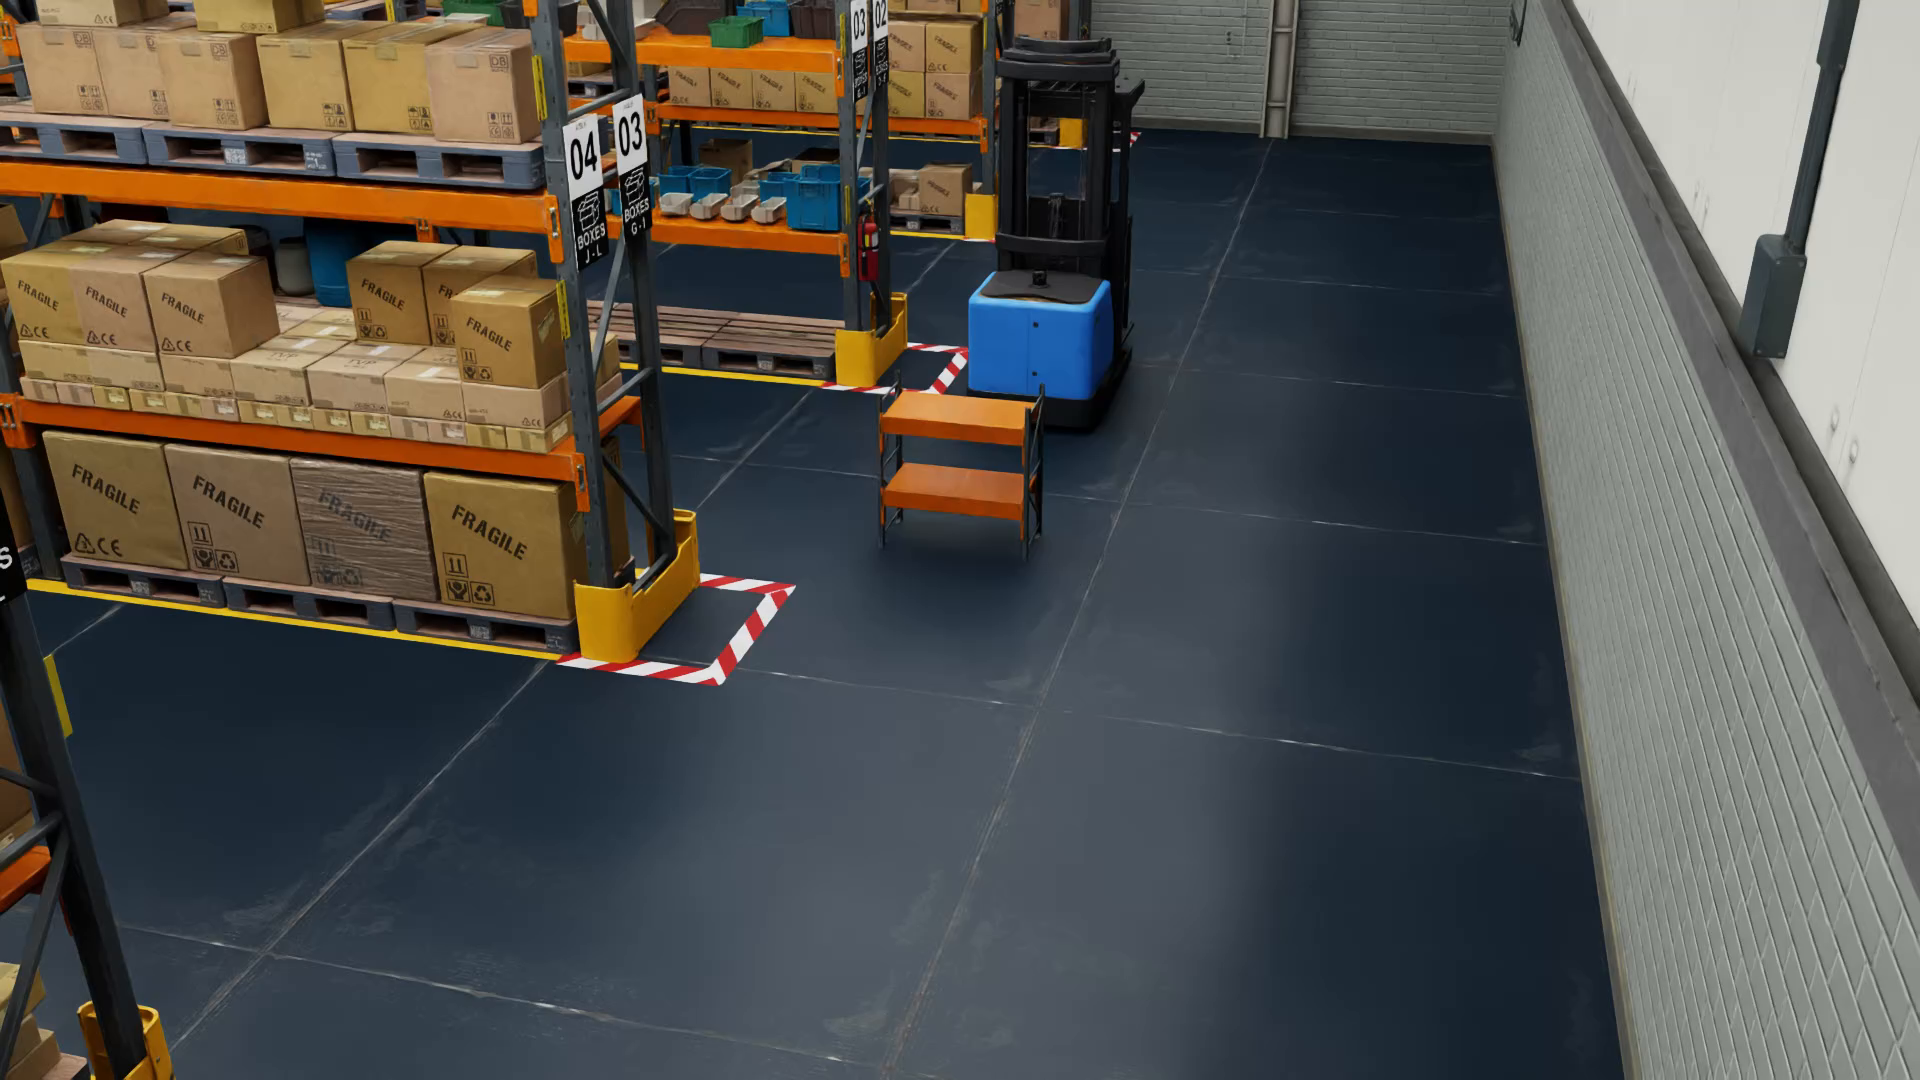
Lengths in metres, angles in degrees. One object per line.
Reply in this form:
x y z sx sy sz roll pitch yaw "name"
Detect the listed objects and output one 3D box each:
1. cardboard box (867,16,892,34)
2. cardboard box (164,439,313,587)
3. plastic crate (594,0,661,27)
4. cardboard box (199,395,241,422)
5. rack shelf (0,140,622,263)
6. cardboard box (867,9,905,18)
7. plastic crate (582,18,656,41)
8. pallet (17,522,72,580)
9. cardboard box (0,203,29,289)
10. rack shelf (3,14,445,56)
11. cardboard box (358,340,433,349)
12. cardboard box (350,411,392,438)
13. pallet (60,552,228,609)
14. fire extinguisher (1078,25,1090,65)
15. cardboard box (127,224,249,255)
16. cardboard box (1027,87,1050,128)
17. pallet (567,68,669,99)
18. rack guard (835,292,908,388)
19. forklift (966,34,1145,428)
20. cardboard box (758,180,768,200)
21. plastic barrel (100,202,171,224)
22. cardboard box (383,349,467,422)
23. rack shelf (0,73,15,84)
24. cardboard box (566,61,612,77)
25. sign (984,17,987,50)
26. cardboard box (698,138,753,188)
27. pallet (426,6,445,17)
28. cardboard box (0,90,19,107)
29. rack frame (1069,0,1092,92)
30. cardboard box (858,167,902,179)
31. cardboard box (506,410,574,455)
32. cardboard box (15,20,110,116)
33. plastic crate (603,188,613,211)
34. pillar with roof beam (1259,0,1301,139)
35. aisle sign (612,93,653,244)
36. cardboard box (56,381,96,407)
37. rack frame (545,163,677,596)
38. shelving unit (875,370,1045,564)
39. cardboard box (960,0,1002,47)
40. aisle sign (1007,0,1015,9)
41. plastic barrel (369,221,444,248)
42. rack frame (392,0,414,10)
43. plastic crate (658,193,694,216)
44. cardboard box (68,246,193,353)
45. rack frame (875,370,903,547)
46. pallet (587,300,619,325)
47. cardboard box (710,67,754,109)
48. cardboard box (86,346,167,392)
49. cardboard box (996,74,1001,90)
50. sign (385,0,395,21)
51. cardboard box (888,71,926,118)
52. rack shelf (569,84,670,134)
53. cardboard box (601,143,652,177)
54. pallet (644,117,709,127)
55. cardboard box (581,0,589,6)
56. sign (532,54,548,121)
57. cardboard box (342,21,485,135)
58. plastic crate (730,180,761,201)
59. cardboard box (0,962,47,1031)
-1.062 -5.525 18.469 0.500 0.500 0.500 7 26 14 "cardboard box"
-4.424 -0.323 10.804 0.875 0.875 0.875 6 26 13 "cardboard box"
-2.877 -4.593 14.438 0.530 0.282 0.437 6 26 13 "plastic crate"
-4.455 -0.871 10.264 0.250 0.149 0.380 7 26 14 "cardboard box"
-3.978 -2.108 9.918 4.000 0.370 1.077 6 26 13 "rack shelf"
-0.925 -5.751 18.942 0.500 0.500 0.500 7 26 14 "cardboard box"
-2.870 -4.280 13.949 0.530 0.136 0.437 6 26 13 "plastic crate"
-6.681 -0.085 11.565 1.213 0.211 1.003 6 26 13 "pallet"
-6.535 -1.856 10.757 0.637 0.503 0.797 6 26 12 "cardboard box"
-6.618 -4.599 15.149 4.000 0.370 1.077 6 26 13 "rack shelf"
-3.429 -1.203 10.498 0.500 0.250 0.500 5 26 11 "cardboard box"
-3.457 -0.761 10.033 0.250 0.149 0.380 6 26 12 "cardboard box"
-5.198 0.080 11.218 1.213 0.211 1.003 6 26 13 "pallet"
1.692 -6.640 22.612 0.183 0.674 0.296 6 26 13 "fire extinguisher"
-4.919 -1.705 10.679 0.500 0.500 0.500 7 26 14 "cardboard box"
0.958 -6.145 23.470 0.500 0.500 0.700 6 26 13 "cardboard box"
-4.190 -5.461 19.836 1.213 0.211 1.003 6 26 13 "pallet"
-0.781 -1.801 14.833 0.348 0.500 1.175 6 26 13 "rack guard"
0.922 -2.833 14.172 1.130 2.935 3.031 6 26 13 "forklift"
-2.251 -4.113 19.565 0.250 0.166 0.380 6 26 13 "cardboard box"
-8.077 -2.948 16.370 0.708 0.830 0.600 6 26 13 "plastic barrel"
-3.067 -0.927 9.918 0.500 0.250 0.500 6 26 12 "cardboard box"
-13.129 -6.162 21.923 4.000 0.370 1.077 6 26 13 "rack shelf"
-4.529 -5.842 19.809 0.500 0.500 0.700 11 27 21 "cardboard box"
0.273 -5.425 17.822 0.005 0.325 0.100 6 26 13 "sign"
-2.821 -4.544 20.082 0.500 0.500 0.500 6 26 13 "cardboard box"
-8.015 -8.016 25.202 1.213 0.211 1.003 6 26 13 "pallet"
-12.177 -5.577 21.694 0.500 0.500 0.500 6 26 13 "cardboard box"
1.660 -7.051 22.953 0.127 3.000 1.000 6 26 13 "rack frame"
-0.994 -4.229 19.712 0.500 0.250 0.500 6 26 13 "cardboard box"
-2.467 -0.652 9.805 0.250 0.149 0.380 7 26 14 "cardboard box"
-5.142 -2.868 9.956 0.500 0.500 0.700 5 26 10 "cardboard box"
-3.248 -3.088 14.697 0.530 0.282 0.437 6 26 13 "plastic crate"
3.419 -8.039 18.048 0.400 9.000 9.100 6 26 13 "pillar with roof beam"
-1.896 -2.156 9.646 0.004 0.787 0.394 6 26 13 "aisle sign"
-5.457 -0.981 10.496 0.250 0.149 0.380 5 26 11 "cardboard box"
-2.041 -0.865 9.958 0.127 3.000 1.000 6 26 13 "rack frame"
0.007 -0.507 11.388 1.048 1.125 0.538 6 26 13 "shelving unit"
0.457 -7.310 23.148 0.700 0.700 0.980 6 26 13 "cardboard box"
0.569 -6.277 18.303 0.004 0.787 0.394 6 26 13 "aisle sign"
-5.204 -2.662 15.687 0.708 0.901 0.600 6 26 13 "plastic barrel"
-4.681 -6.064 13.899 0.127 3.000 1.000 6 26 13 "rack frame"
-2.486 -2.927 14.528 0.250 0.136 0.298 6 26 13 "plastic crate"
-5.039 -1.484 10.216 0.500 0.500 0.500 6 26 13 "cardboard box"
-0.486 -0.562 11.503 0.032 1.125 0.500 6 26 13 "rack frame"
-3.959 -2.033 15.657 1.213 0.211 1.003 6 26 13 "pallet"
-2.521 -5.240 19.033 0.500 0.500 0.500 7 26 14 "cardboard box"
-5.044 -1.145 10.375 0.500 0.250 0.500 6 26 13 "cardboard box"
0.540 -6.403 23.257 0.250 0.149 0.380 7 26 14 "cardboard box"
-4.820 -4.484 14.062 0.005 0.325 0.100 6 26 13 "sign"
-0.575 -5.022 18.575 0.500 0.500 0.500 7 26 13 "cardboard box"
-5.381 -5.306 20.124 4.000 0.370 1.077 6 26 13 "rack shelf"
-3.993 -4.420 19.823 0.500 0.500 0.500 6 26 13 "cardboard box"
-4.165 -6.401 24.832 1.213 0.211 1.003 6 26 13 "pallet"
-5.176 -7.878 24.203 0.500 0.500 0.500 7 26 15 "cardboard box"
-2.189 -2.359 8.669 0.005 0.325 0.100 6 26 13 "sign"
-3.072 -2.643 9.482 0.500 0.500 0.700 5 26 11 "cardboard box"
-1.911 -3.140 14.974 0.298 0.136 0.250 6 26 13 "plastic crate"
-3.797 1.821 6.454 0.250 0.149 0.380 5 26 11 "cardboard box"
